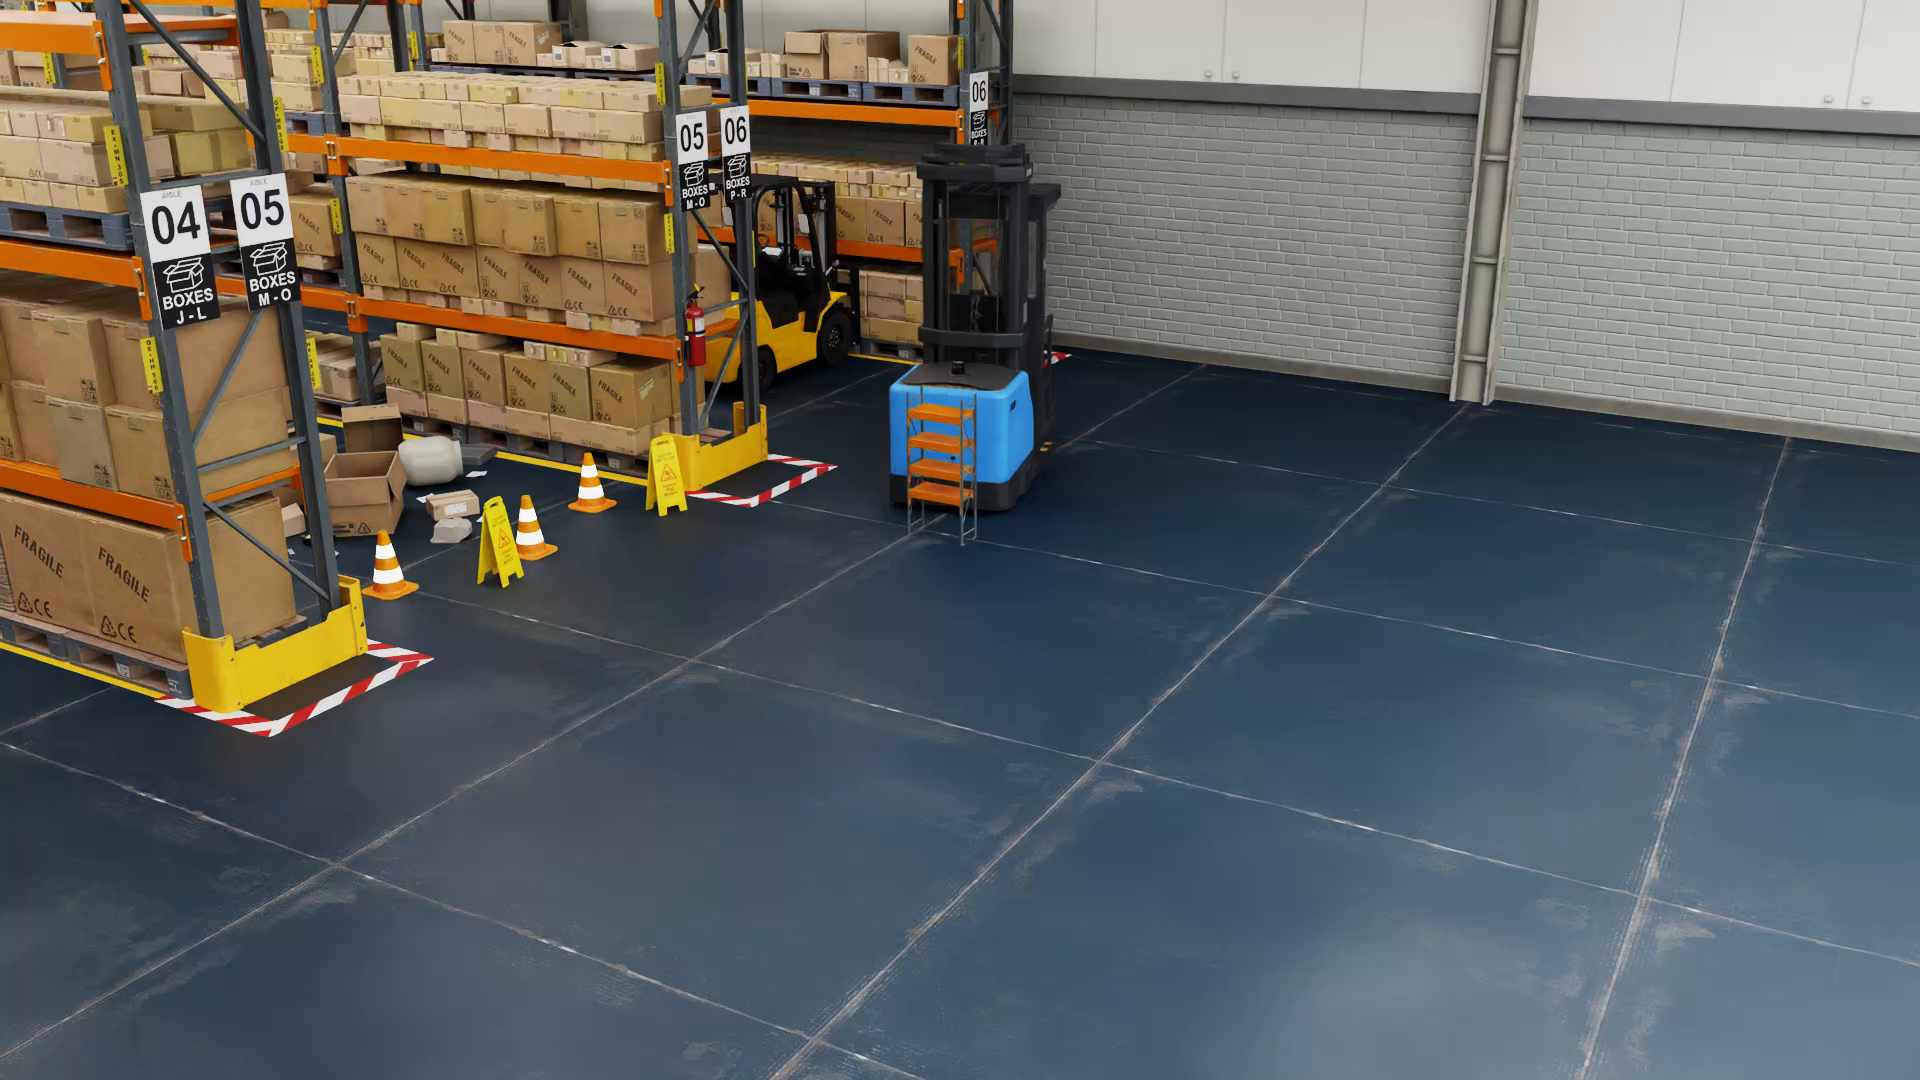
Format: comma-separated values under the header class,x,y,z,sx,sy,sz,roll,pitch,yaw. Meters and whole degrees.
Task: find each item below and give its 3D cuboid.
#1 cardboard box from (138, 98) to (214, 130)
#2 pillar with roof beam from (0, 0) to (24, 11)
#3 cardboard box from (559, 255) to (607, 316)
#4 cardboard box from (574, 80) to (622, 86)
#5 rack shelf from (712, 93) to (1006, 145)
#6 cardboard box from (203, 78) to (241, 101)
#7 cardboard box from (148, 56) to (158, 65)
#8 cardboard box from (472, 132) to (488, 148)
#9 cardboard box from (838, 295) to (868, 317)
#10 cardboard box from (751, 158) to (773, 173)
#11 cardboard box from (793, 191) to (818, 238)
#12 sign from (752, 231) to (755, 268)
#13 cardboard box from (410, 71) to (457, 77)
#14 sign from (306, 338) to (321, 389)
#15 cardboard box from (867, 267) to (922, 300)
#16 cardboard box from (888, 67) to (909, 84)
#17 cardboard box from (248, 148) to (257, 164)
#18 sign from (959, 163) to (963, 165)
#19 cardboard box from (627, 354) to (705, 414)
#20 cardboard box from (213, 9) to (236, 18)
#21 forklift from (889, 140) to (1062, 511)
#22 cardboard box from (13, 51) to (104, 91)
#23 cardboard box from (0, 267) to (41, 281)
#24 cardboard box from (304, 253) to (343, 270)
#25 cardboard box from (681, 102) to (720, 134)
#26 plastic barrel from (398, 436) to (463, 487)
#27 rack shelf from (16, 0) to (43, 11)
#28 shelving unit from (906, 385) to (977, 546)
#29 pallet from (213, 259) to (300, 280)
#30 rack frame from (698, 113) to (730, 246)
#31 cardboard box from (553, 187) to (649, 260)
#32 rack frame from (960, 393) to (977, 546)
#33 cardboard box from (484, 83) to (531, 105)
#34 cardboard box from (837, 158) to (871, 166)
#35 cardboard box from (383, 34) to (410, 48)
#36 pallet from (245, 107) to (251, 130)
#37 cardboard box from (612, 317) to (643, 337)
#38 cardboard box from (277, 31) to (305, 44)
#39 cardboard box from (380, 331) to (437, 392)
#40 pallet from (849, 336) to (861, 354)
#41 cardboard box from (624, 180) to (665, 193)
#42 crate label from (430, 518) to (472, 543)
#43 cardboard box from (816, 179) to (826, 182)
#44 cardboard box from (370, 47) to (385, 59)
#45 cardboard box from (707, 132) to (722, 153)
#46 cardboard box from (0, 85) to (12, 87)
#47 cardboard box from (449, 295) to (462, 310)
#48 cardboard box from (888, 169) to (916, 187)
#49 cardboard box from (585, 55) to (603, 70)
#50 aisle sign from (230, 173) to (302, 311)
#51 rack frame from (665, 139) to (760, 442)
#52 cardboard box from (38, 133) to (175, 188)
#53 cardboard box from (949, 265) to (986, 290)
class,x,y,z,sx,sy,sz,roll,pitch,yaw
cardboard box,-4.808,-2.629,10.252,0.250,0.149,0.380,11,23,28
pillar with roof beam,-17.693,-8.410,23.355,0.400,9.000,9.100,11,23,27
cardboard box,-3.171,-2.296,14.712,0.500,0.500,0.500,11,23,27
cardboard box,-3.200,-3.976,14.729,0.250,0.149,0.380,11,23,27
rack shelf,-1.457,-4.899,19.128,4.000,0.370,1.077,11,23,27
cardboard box,-7.085,-4.443,16.420,0.500,0.250,0.500,11,23,28
cardboard box,-11.518,-6.938,24.063,0.250,0.149,0.380,12,23,29
cardboard box,-4.119,-3.591,14.836,0.250,0.149,0.380,11,23,28
cardboard box,-1.182,-2.788,19.336,0.500,0.250,0.500,10,22,26
cardboard box,-2.395,-4.380,19.508,0.250,0.149,0.380,11,23,28
cardboard box,-1.608,-3.800,19.294,0.500,0.500,0.500,11,23,28
sign,-1.864,-2.585,14.822,0.005,0.325,0.100,11,23,27
cardboard box,-4.972,-4.340,15.731,0.250,0.149,0.380,10,22,26
sign,-4.178,-1.134,10.707,0.005,0.325,0.100,11,23,27
cardboard box,-0.713,-2.936,19.011,0.500,0.250,0.500,11,23,28
cardboard box,-0.582,-5.078,18.173,0.250,0.149,0.380,10,22,26
cardboard box,-9.874,-5.587,23.607,0.500,0.500,0.700,11,23,29
sign,0.013,-3.991,17.923,0.005,0.325,0.100,11,23,27
cardboard box,-2.718,-1.494,15.401,0.500,0.500,0.500,10,22,26
cardboard box,-10.094,-7.207,22.998,0.258,0.266,0.396,11,22,27
forklift,0.268,-2.090,14.829,1.130,2.935,3.031,5,21,14
cardboard box,-9.515,-5.020,17.640,0.637,0.503,0.797,9,22,24
cardboard box,-6.699,-1.510,11.325,0.550,0.550,0.875,11,23,27
cardboard box,-6.204,-2.764,16.339,0.250,0.149,0.380,11,23,28
cardboard box,-2.437,-3.658,14.437,0.500,0.250,0.500,10,22,26
plastic barrel,-4.670,-0.698,14.668,0.512,0.421,0.421,-7,21,-20
rack shelf,-10.858,-5.973,18.277,4.000,0.370,1.077,11,23,27
shelving unit,-0.145,-0.592,13.236,0.503,1.200,0.258,11,23,27
pallet,-7.364,-2.939,17.351,1.213,0.211,1.003,11,23,27
rack frame,-3.203,-4.160,20.433,0.127,3.000,1.000,11,23,27
cardboard box,-3.119,-2.779,14.579,0.500,0.500,0.700,11,23,28
rack frame,0.069,-0.551,13.125,0.015,1.200,0.240,11,23,27
cardboard box,-3.922,-3.896,14.508,0.250,0.149,0.380,11,23,29
cardboard box,-1.236,-4.371,19.483,0.250,0.149,0.380,11,23,28
cardboard box,-7.317,-6.536,21.785,0.250,0.149,0.380,10,22,25
pallet,-7.014,-4.309,16.722,1.003,0.211,1.213,11,23,27
cardboard box,-2.834,-1.906,14.588,0.250,0.149,0.380,10,22,27
cardboard box,-8.982,-6.792,22.462,0.250,0.149,0.380,11,23,28
cardboard box,-5.237,-1.760,16.135,0.500,0.500,0.500,12,23,30
pallet,-1.460,-2.502,19.951,1.213,0.211,1.003,11,23,27
cardboard box,-3.756,-4.330,20.389,0.500,0.250,0.500,10,22,26
crate label,-4.094,-0.083,13.393,0.298,0.136,0.250,0,20,-1
cardboard box,-1.456,-4.095,19.157,0.250,0.149,0.380,11,22,27
cardboard box,-7.555,-6.439,21.954,0.250,0.149,0.380,11,23,28
cardboard box,-2.259,-3.460,14.474,0.250,0.149,0.380,11,23,27
cardboard box,-6.586,-2.968,11.186,0.250,0.149,0.380,11,23,27
cardboard box,-4.562,-2.267,15.585,0.250,0.149,0.380,11,23,27
cardboard box,-0.598,-4.050,18.598,0.250,0.149,0.380,11,23,28
cardboard box,-4.311,-5.788,20.131,0.250,0.149,0.380,11,23,27
aisle sign,-4.246,-1.825,10.186,0.004,0.787,0.394,11,23,27
rack frame,-2.128,-2.016,14.524,0.127,3.000,1.000,11,23,27
cardboard box,-5.017,-2.248,9.785,0.500,0.250,0.500,11,23,28
cardboard box,-0.038,-3.006,19.202,0.500,0.250,0.500,10,22,26
